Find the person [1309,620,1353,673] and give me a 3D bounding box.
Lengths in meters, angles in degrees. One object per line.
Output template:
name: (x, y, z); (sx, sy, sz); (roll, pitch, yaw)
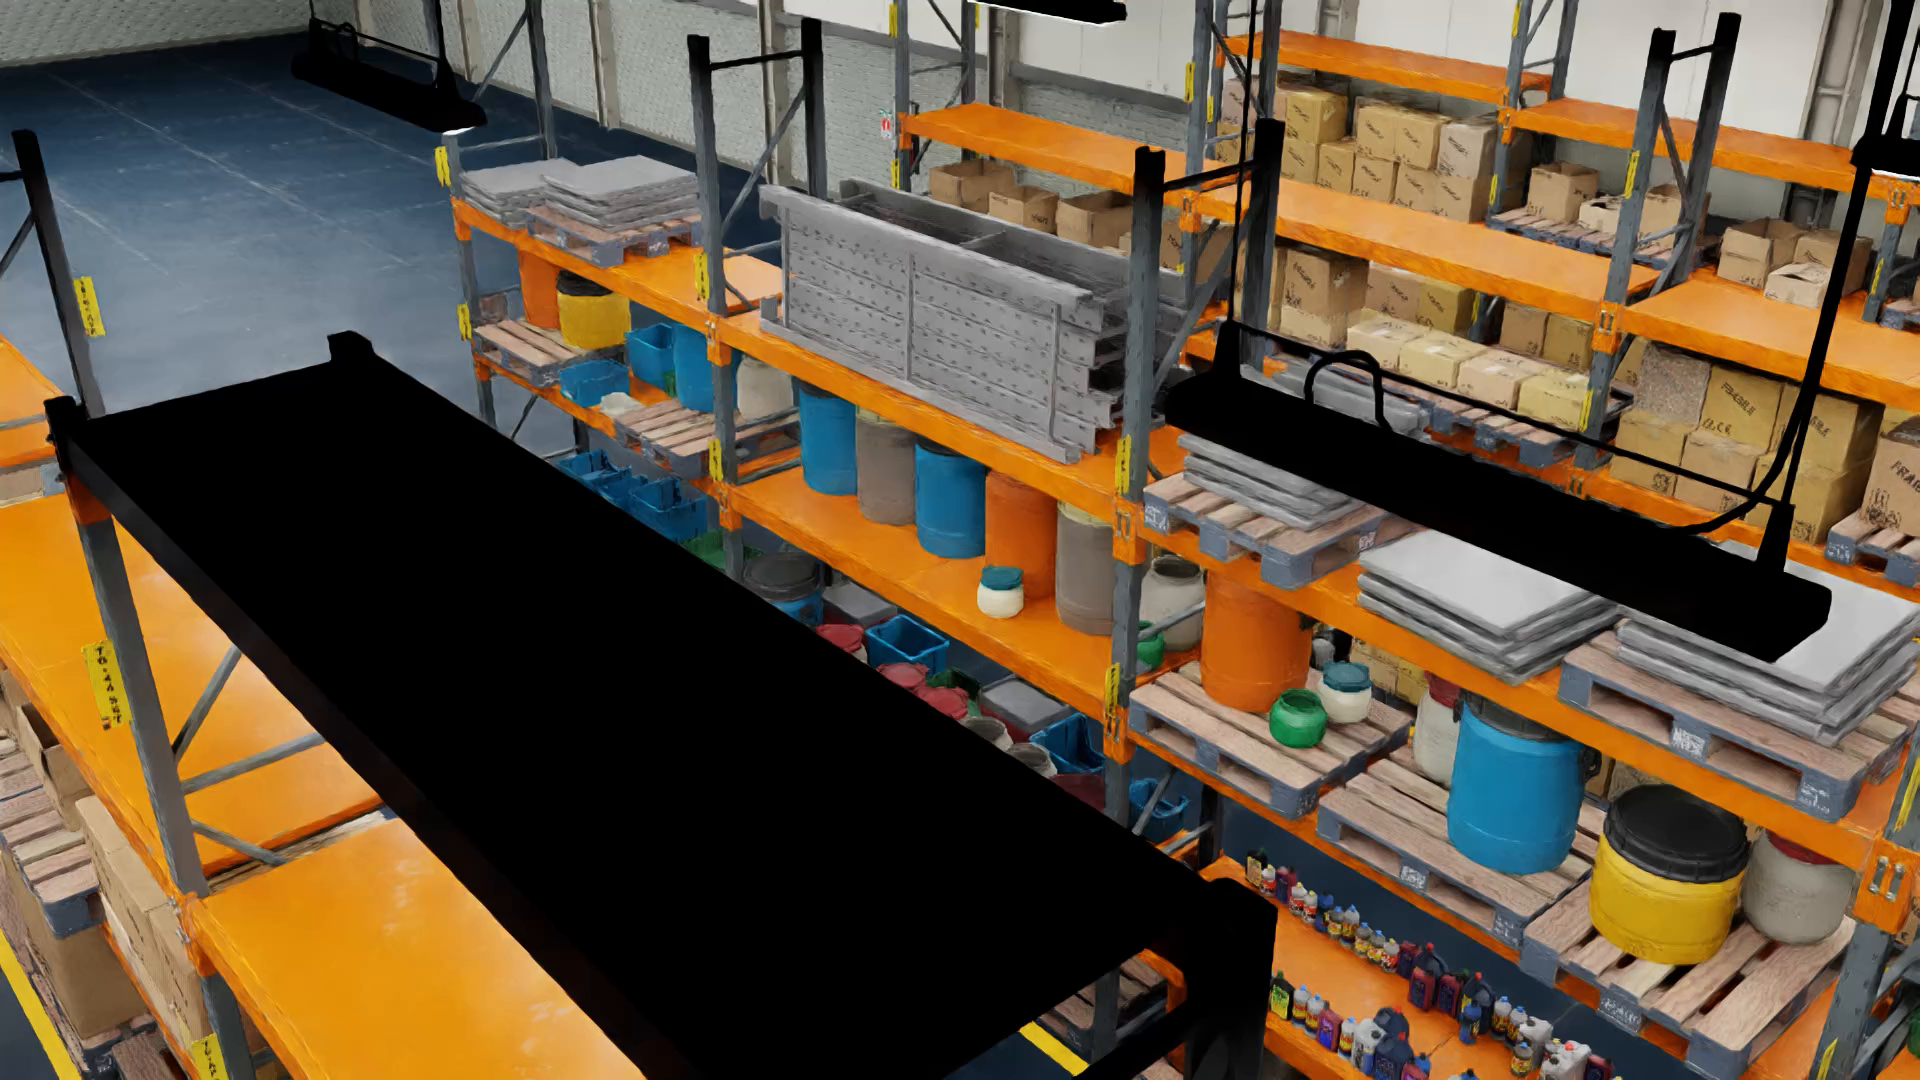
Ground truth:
person: (2.919, 1.190, 13.380); (1.028, 1.665, 0.537); (21, 34, 35)
